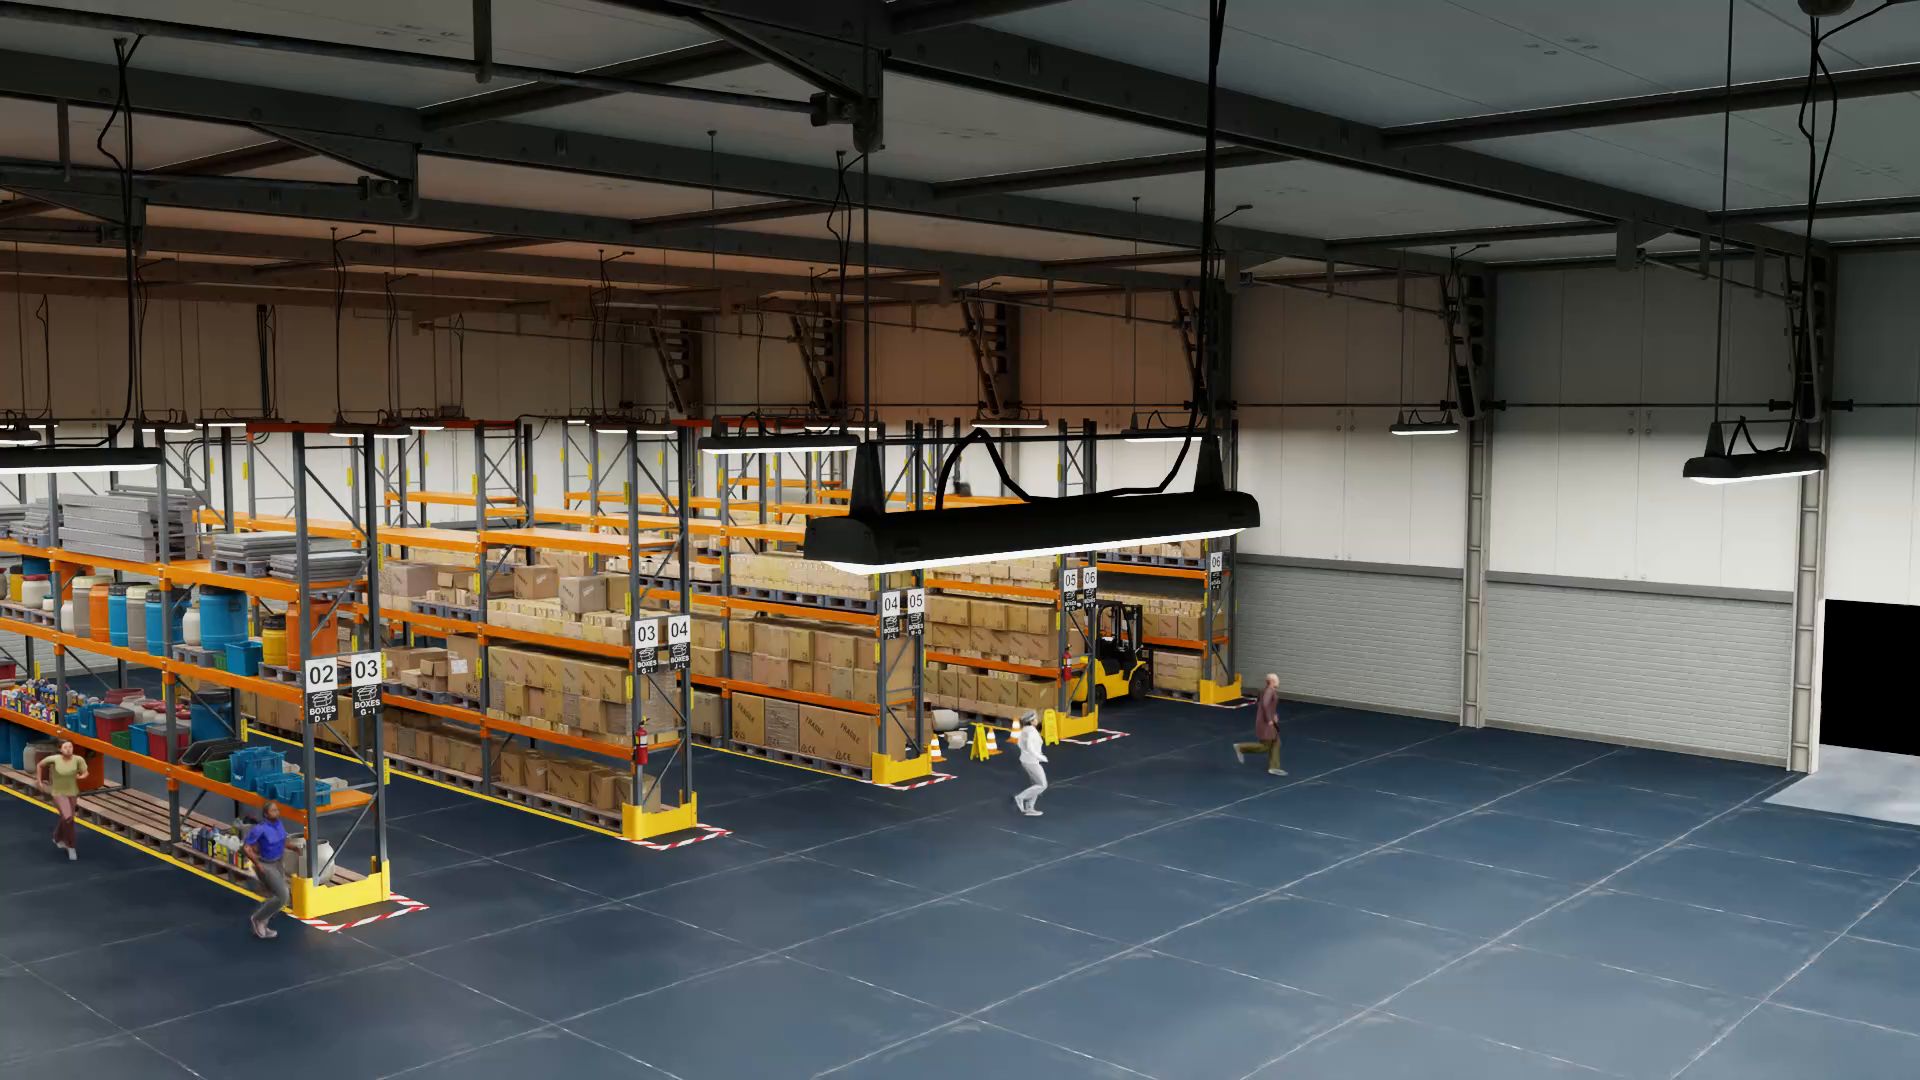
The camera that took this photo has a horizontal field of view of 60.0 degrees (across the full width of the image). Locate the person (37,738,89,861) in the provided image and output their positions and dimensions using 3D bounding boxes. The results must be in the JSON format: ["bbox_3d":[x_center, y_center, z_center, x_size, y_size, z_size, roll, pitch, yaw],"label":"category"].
[{"bbox_3d":[-12.554,3.600,23.305,0.818,1.694,0.599,5,7,45],"label":"person"}]

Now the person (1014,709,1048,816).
[{"bbox_3d":[1.067,3.418,25.540,0.543,1.652,0.601,-1,5,-17],"label":"person"}]

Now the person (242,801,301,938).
[{"bbox_3d":[-8.127,3.902,19.742,0.584,1.621,0.559,1,5,10],"label":"person"}]

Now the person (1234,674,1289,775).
[{"bbox_3d":[5.163,3.160,28.459,0.938,1.759,0.718,1,5,6],"label":"person"}]
